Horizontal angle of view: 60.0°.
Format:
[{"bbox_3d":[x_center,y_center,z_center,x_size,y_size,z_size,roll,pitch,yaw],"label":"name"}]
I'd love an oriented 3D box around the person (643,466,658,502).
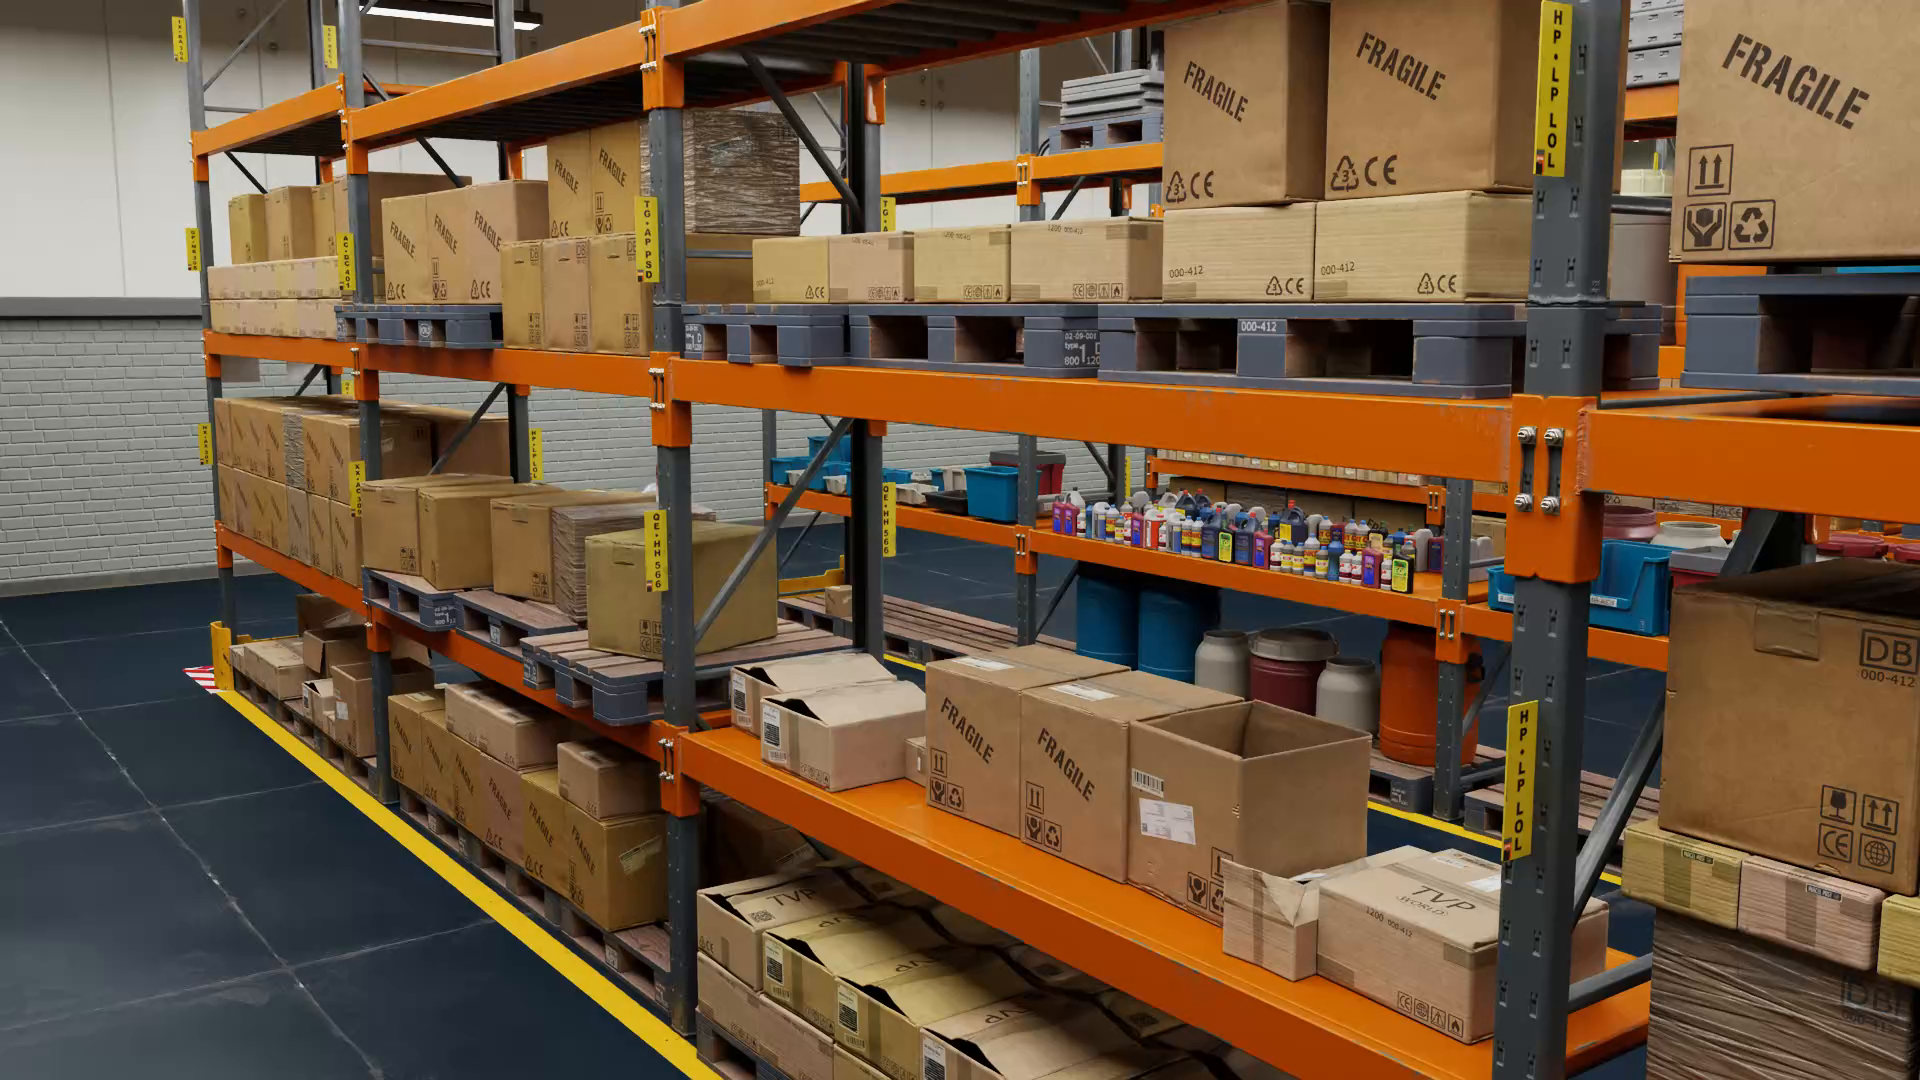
[{"bbox_3d":[-2.804,0.057,15.341,0.549,1.582,0.409,-2,8,-15],"label":"person"}]
